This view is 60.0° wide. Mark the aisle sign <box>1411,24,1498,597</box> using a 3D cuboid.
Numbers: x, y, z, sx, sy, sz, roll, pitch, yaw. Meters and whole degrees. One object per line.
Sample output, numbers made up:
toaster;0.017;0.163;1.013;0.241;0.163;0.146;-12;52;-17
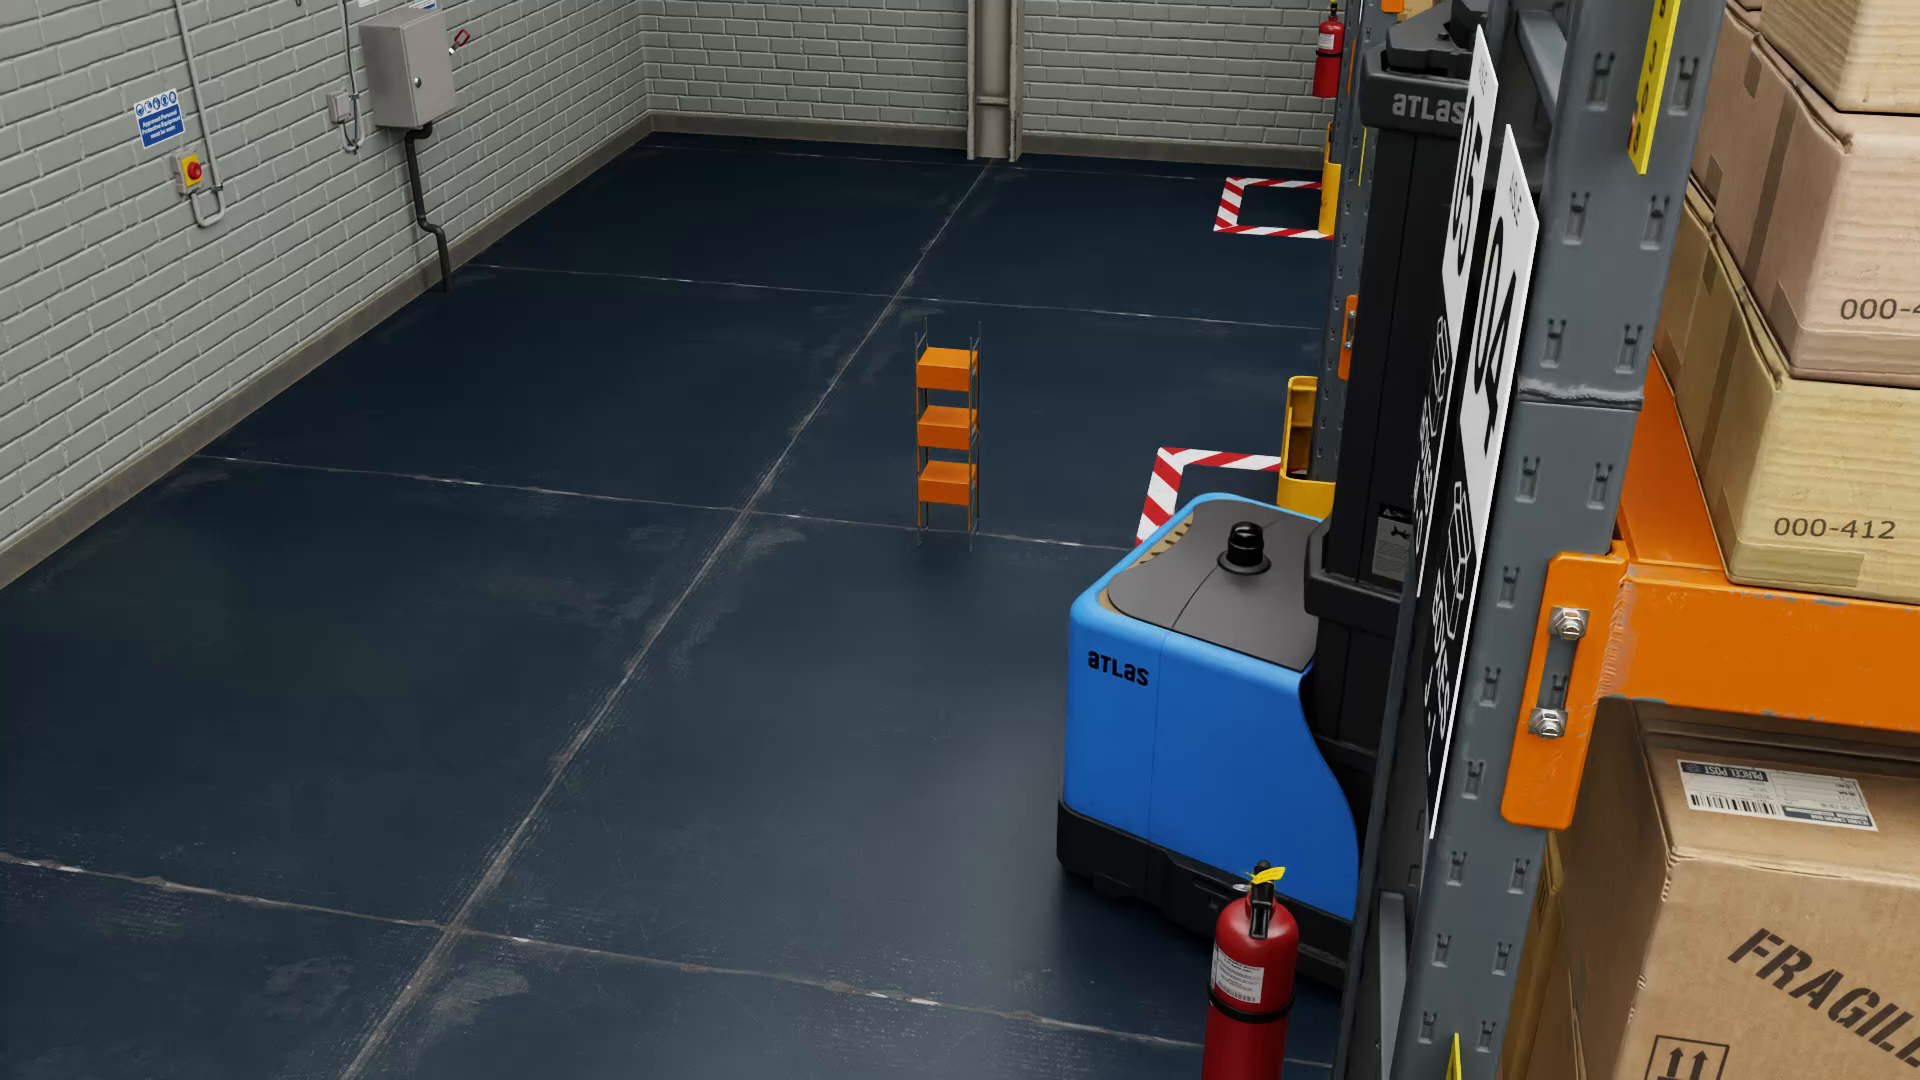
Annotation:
aisle sign;0.751;-0.349;2.558;0.004;0.787;0.394;6;29;11

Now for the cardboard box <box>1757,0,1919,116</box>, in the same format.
cardboard box;1.029;-0.566;1.756;0.250;0.149;0.380;6;29;10

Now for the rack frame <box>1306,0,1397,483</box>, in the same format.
rack frame;1.695;-1.396;7.176;0.127;3.000;1.000;6;29;11

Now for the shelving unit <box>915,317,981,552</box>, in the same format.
shelving unit;-0.052;-0.466;7.508;0.252;1.050;0.215;6;29;11

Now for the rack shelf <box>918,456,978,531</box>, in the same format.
rack shelf;-0.052;-0.213;7.646;0.240;0.259;0.215;6;29;11

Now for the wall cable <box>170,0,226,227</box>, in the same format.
wall cable;-3.825;-2.410;7.937;0.123;1.953;0.585;6;29;11

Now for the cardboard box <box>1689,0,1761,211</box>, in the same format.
cardboard box;1.263;-0.603;2.241;0.500;0.250;0.500;5;29;9

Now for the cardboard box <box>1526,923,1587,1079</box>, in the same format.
cardboard box;1.141;0.940;2.496;0.500;0.500;0.500;7;30;13

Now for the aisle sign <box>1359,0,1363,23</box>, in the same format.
aisle sign;1.564;-2.407;6.316;0.004;0.787;0.394;6;29;11

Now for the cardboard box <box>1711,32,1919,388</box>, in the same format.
cardboard box;1.145;-0.363;1.802;0.500;0.250;0.500;6;29;11

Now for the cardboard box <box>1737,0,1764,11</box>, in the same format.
cardboard box;1.146;-0.810;2.202;0.250;0.149;0.380;6;29;10

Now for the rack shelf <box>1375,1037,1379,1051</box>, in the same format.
rack shelf;2.716;1.455;2.717;4.000;0.370;1.077;6;29;11

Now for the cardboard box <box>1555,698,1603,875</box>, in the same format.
cardboard box;1.259;0.255;2.705;0.500;0.500;0.500;5;29;10

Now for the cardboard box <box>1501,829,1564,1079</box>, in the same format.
cardboard box;1.253;0.689;2.954;0.500;0.500;0.500;6;29;12

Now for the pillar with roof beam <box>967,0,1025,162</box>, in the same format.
pillar with roof beam;-0.620;-5.031;7.568;0.400;9.000;9.100;6;29;11

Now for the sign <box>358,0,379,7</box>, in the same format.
sign;-3.457;-3.279;9.756;0.001;0.242;0.339;6;29;11

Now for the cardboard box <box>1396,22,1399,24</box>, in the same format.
cardboard box;2.992;-3.455;11.199;0.250;0.149;0.380;6;29;10

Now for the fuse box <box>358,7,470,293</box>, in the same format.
fuse box;-3.243;-2.357;10.273;0.414;1.711;0.539;6;29;11

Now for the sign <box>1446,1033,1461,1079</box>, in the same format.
sign;0.647;0.814;2.238;0.005;0.325;0.100;6;29;11

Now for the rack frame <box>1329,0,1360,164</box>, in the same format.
rack frame;2.728;-3.727;11.434;0.127;3.000;1.000;6;29;11

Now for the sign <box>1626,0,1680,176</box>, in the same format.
sign;0.647;-0.505;1.515;0.005;0.325;0.100;6;29;11

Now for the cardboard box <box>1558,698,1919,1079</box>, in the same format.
cardboard box;1.143;0.496;2.266;0.500;0.500;0.500;6;29;10

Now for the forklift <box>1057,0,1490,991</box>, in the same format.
forklift;1.840;0.051;4.605;3.031;2.935;1.130;18;33;29

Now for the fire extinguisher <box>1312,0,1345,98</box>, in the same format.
fire extinguisher;2.487;-3.327;11.173;0.183;0.674;0.296;6;29;11

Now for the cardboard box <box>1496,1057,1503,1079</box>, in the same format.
cardboard box;1.138;0.949;3.154;0.250;0.149;0.380;6;29;11

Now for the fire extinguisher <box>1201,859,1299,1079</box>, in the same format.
fire extinguisher;0.610;0.895;3.461;0.183;0.674;0.296;6;29;11

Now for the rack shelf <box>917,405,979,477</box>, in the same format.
rack shelf;-0.052;-0.457;7.513;0.240;0.259;0.215;6;29;11

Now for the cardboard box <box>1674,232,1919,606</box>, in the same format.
cardboard box;1.146;-0.146;1.925;0.500;0.250;0.500;7;29;12

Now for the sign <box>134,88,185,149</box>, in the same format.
sign;-3.894;-2.052;8.093;0.001;0.218;0.327;6;29;11

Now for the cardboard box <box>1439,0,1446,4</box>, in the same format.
cardboard box;1.984;-1.997;6.453;0.250;0.149;0.380;6;29;12

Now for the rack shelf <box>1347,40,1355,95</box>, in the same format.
rack shelf;4.684;-3.211;11.241;4.000;0.370;1.077;6;29;11

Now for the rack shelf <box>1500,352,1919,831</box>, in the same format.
rack shelf;2.716;0.139;1.997;4.000;0.370;1.077;6;29;11

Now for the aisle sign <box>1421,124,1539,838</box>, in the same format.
aisle sign;0.626;-0.068;2.043;0.004;0.787;0.394;6;29;11

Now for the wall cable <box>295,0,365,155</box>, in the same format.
wall cable;-3.540;-3.063;9.163;0.122;1.984;0.588;6;29;11

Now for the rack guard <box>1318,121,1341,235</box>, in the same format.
rack guard;2.802;-2.623;12.021;0.348;0.500;1.175;6;29;11

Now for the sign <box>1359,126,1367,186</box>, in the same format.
sign;1.573;-1.550;6.474;0.005;0.325;0.100;6;29;11

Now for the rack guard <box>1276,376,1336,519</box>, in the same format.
rack guard;1.671;-0.302;7.780;0.348;0.500;1.175;6;29;11

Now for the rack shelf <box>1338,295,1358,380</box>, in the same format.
rack shelf;3.651;-0.880;6.982;4.000;0.370;1.077;6;29;11

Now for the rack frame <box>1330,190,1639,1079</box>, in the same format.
rack frame;0.760;0.939;2.911;0.127;3.000;1.000;6;29;11

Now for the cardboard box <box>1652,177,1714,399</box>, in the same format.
cardboard box;1.260;-0.389;2.370;0.500;0.250;0.500;5;29;9

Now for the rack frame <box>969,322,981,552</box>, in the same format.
rack frame;0.067;-0.454;7.485;0.008;1.050;0.200;6;29;11

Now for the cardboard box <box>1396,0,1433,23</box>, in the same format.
cardboard box;3.115;-3.620;11.085;0.500;0.250;0.500;6;29;11

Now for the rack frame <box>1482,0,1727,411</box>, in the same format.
rack frame;0.760;-1.692;1.470;0.127;3.000;1.000;6;29;11

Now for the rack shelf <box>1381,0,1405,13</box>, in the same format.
rack shelf;3.651;-2.195;6.262;4.000;0.370;1.077;6;29;11

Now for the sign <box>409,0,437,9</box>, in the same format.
sign;-3.343;-3.133;10.448;0.001;0.494;0.329;6;29;11

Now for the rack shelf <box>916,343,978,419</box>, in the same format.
rack shelf;-0.052;-0.705;7.377;0.240;0.259;0.215;6;29;11

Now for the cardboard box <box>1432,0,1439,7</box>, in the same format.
cardboard box;2.088;-2.221;6.862;0.250;0.149;0.380;6;29;11

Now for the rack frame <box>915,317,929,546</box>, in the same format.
rack frame;-0.172;-0.478;7.530;0.008;1.050;0.200;6;29;11
